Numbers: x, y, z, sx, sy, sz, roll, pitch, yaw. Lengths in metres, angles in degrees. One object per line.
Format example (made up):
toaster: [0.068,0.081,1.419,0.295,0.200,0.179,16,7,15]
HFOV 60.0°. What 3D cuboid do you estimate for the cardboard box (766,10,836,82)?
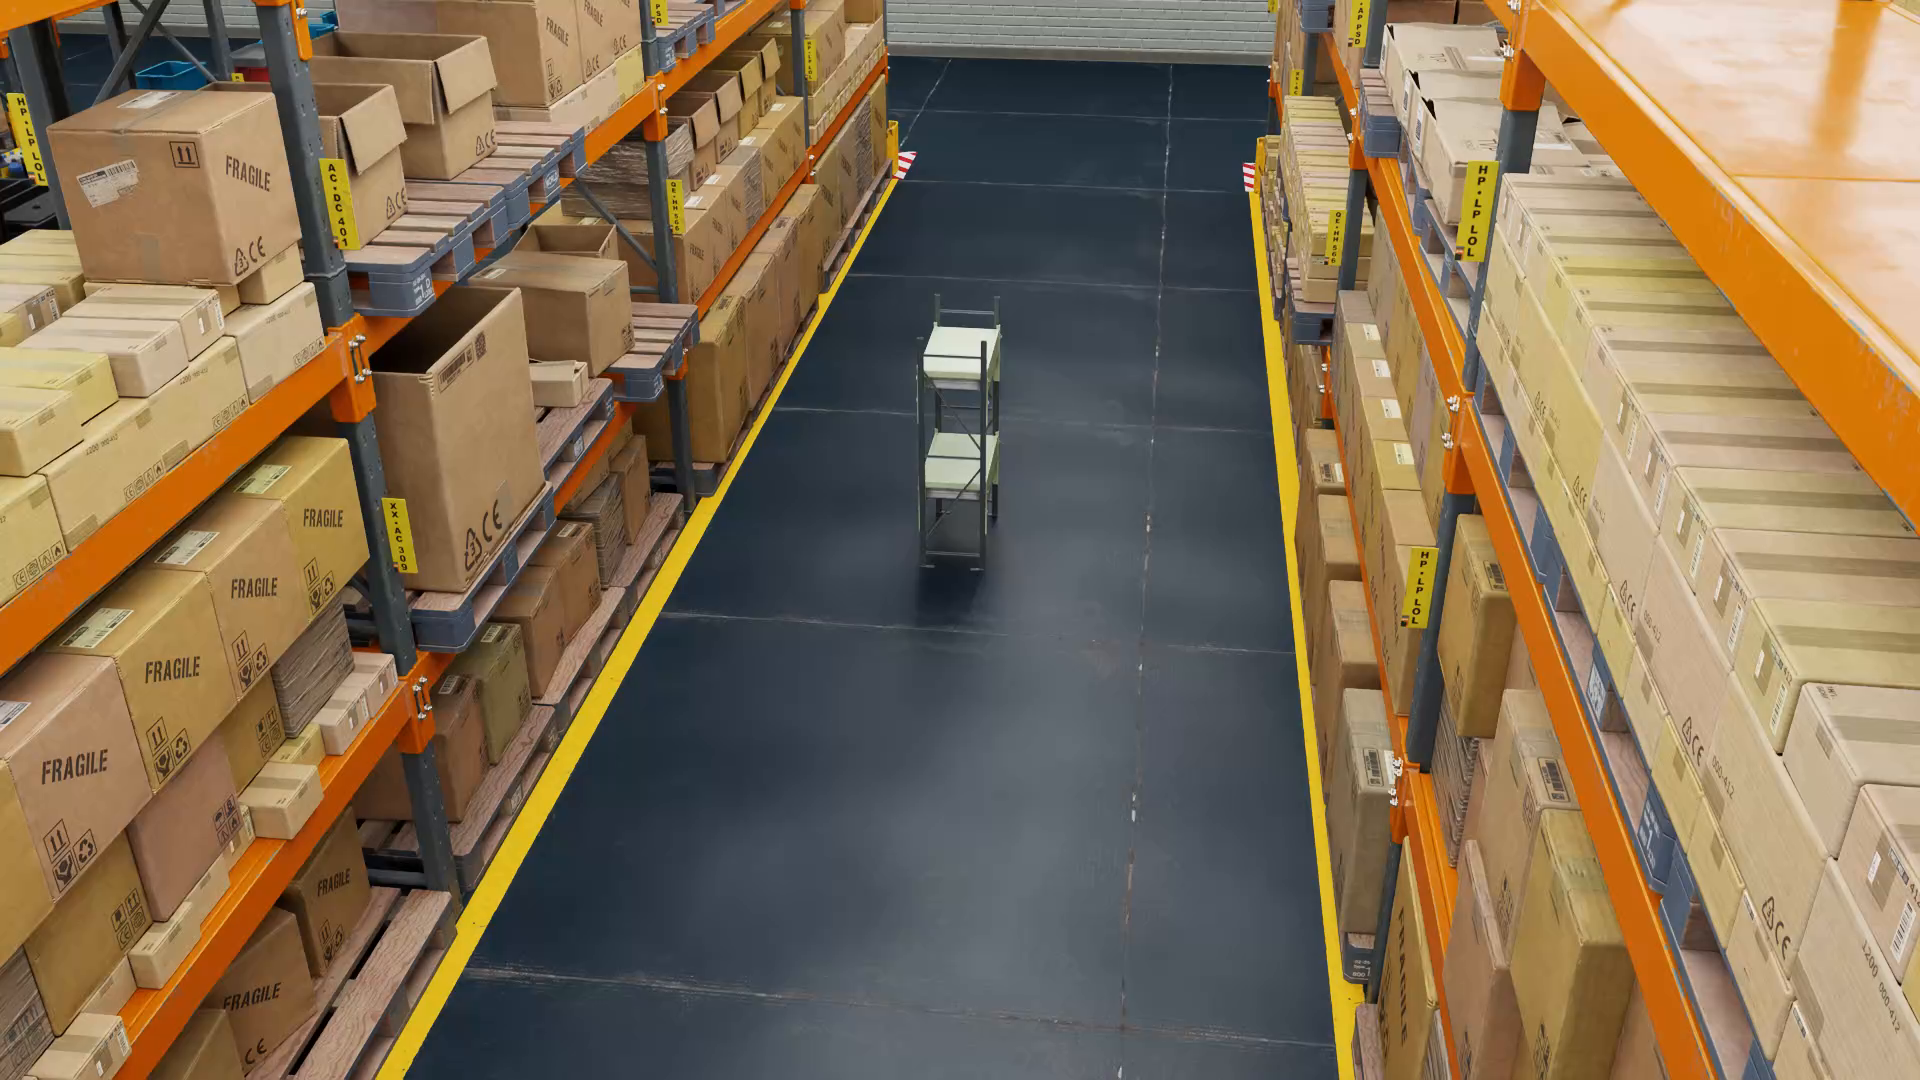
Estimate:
cardboard box: [-1.370,-4.265,14.350,0.500,0.500,0.500,3,28,6]

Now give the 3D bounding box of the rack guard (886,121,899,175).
rack guard: [-1.258,-4.222,17.851,1.175,0.500,0.348,3,28,6]

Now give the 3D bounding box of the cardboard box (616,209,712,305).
cardboard box: [-1.911,-1.802,10.619,0.500,0.500,0.500,4,29,8]

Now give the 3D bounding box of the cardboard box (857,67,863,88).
cardboard box: [-1.132,-4.411,15.831,0.380,0.149,0.250,3,29,6]

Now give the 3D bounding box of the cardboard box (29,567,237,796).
cardboard box: [-2.635,0.421,5.125,0.500,0.500,0.500,3,28,6]

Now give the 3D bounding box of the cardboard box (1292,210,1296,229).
cardboard box: [2.436,-2.146,11.185,0.380,0.149,0.250,4,29,8]

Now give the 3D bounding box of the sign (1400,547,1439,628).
sign: [1.640,0.172,5.924,0.100,0.325,0.005,3,28,6]

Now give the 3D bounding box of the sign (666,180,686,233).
sign: [-1.701,-1.993,9.942,0.100,0.325,0.005,3,28,6]

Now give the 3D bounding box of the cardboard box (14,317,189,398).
cardboard box: [-2.560,-0.548,4.971,0.380,0.149,0.250,3,28,5]

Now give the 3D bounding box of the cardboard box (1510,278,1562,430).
cardboard box: [1.781,-0.489,4.422,0.500,0.250,0.500,3,28,6]

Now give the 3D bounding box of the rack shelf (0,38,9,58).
rack shelf: [-11.337,-4.630,16.733,1.077,0.370,4.000,3,28,6]

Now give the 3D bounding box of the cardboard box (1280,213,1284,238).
cardboard box: [2.960,-2.707,14.340,0.380,0.149,0.250,3,28,6]

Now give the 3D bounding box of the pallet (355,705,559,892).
pallet: [-2.637,1.199,8.095,1.003,0.211,1.213,3,28,6]

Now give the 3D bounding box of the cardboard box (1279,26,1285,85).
cardboard box: [3.208,-4.472,15.261,0.500,0.500,0.500,4,29,7]

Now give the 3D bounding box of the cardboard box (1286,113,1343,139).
cardboard box: [2.593,-3.018,12.176,0.380,0.149,0.250,4,29,7]

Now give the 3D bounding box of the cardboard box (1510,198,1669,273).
cardboard box: [1.767,-0.845,4.660,0.380,0.149,0.250,3,28,6]

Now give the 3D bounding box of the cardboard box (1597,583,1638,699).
cardboard box: [1.581,0.223,3.519,0.380,0.149,0.250,4,29,7]

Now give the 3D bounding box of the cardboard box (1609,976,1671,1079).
cardboard box: [1.952,1.322,3.628,0.875,0.550,0.550,3,28,6]

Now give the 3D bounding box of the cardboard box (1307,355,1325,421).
cardboard box: [2.493,-0.961,10.566,0.500,0.250,0.500,3,28,5]

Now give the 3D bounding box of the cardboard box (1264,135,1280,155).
cardboard box: [3.248,-3.940,16.629,0.380,0.149,0.250,2,28,4]

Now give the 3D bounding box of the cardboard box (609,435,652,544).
cardboard box: [-2.303,-0.322,10.149,0.700,0.500,0.500,2,28,4]

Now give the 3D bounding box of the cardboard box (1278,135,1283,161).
cardboard box: [2.655,-3.008,12.785,0.380,0.149,0.250,2,28,4]

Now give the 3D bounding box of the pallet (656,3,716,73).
pallet: [-2.214,-3.089,10.149,1.213,0.211,1.003,5,29,9]

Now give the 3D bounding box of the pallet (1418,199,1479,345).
pallet: [2.243,-0.997,6.270,0.805,0.209,1.217,2,28,4]

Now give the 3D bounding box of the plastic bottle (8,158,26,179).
plastic bottle: [-7.165,-2.766,12.648,0.097,0.271,0.097,0,28,0]

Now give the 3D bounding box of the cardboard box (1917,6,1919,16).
cardboard box: [7.995,-4.260,13.444,0.380,0.149,0.250,3,28,6]

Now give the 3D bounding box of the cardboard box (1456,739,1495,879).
cardboard box: [2.101,1.042,5.287,0.875,0.550,0.550,3,28,6]

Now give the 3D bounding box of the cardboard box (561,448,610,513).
cardboard box: [-2.348,-0.401,9.505,0.500,0.250,0.500,7,29,12]

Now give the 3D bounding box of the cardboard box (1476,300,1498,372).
cardboard box: [1.797,-0.614,5.073,0.380,0.149,0.250,3,28,5]

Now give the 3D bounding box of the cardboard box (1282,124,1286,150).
cardboard box: [2.625,-3.017,12.488,0.380,0.149,0.250,3,28,5]

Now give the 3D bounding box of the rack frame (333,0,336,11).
rack frame: [-6.176,-5.599,17.772,1.000,3.000,0.127,3,28,6]

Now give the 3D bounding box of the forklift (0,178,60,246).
forklift: [-5.042,-0.810,8.955,1.130,2.935,3.031,2,28,4]

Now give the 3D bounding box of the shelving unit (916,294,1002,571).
shelving unit: [-0.001,-0.657,10.181,0.431,1.500,0.755,3,28,6]

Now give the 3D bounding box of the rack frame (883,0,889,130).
rack frame: [-1.260,-5.311,17.238,1.000,3.000,0.127,3,28,6]

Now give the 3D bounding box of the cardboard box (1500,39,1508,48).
cardboard box: [2.839,-2.210,7.865,0.500,0.311,0.500,3,28,6]

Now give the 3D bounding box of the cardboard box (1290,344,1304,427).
cardboard box: [2.607,-1.113,11.638,0.500,0.500,0.500,2,28,4]

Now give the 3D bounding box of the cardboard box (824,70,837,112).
cardboard box: [-1.367,-3.933,14.524,0.500,0.250,0.500,3,28,6]

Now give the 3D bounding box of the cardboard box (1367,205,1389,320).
cardboard box: [2.605,-1.483,8.972,0.700,0.500,0.500,3,28,6]

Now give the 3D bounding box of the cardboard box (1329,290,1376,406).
cardboard box: [2.347,-1.058,9.238,0.500,0.500,0.500,4,29,7]

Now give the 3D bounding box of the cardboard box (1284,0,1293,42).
cardboard box: [3.131,-4.673,14.580,0.500,0.500,0.500,2,28,5]

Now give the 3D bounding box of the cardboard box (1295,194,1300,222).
cardboard box: [2.403,-2.158,10.894,0.380,0.149,0.250,3,28,6]

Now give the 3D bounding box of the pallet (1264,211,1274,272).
pallet: [3.354,-2.759,15.440,1.003,0.211,1.213,3,28,6]

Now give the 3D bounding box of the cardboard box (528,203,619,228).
cardboard box: [-2.426,-1.836,10.682,0.500,0.500,0.500,4,29,8]

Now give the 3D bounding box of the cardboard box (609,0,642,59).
cardboard box: [-2.051,-2.891,8.950,0.500,0.500,0.500,4,29,8]

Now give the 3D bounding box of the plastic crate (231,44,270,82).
plastic crate: [-6.308,-4.176,15.001,0.402,0.464,0.583,3,28,6]

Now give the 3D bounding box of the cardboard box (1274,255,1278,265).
cardboard box: [2.953,-2.472,14.531,0.380,0.149,0.250,2,28,5]

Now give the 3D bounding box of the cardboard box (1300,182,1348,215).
cardboard box: [2.369,-2.170,10.603,0.380,0.149,0.250,4,29,8]

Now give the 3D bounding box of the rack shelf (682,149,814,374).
rack shelf: [-1.996,-2.170,12.166,1.077,0.370,4.000,3,28,6]

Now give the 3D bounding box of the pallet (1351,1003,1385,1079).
pallet: [2.009,2.254,6.135,1.003,0.211,1.213,3,28,6]

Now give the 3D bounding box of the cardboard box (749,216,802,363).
cardboard box: [-1.918,-1.955,12.805,1.225,0.875,0.875,2,28,4]

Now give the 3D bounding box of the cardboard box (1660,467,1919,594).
cardboard box: [1.550,-0.010,3.112,0.380,0.149,0.250,3,28,5]

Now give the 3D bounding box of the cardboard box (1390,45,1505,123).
cardboard box: [2.301,-2.129,7.779,0.500,0.250,0.500,4,29,8]

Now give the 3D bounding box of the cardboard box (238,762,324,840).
cardboard box: [-2.516,0.922,5.933,0.380,0.149,0.250,3,28,6]

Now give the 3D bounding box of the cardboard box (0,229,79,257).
cardboard box: [-3.076,-0.957,5.732,0.380,0.149,0.250,3,28,5]

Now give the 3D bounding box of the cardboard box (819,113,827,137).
cardboard box: [-1.352,-3.561,14.254,0.380,0.149,0.250,2,28,5]

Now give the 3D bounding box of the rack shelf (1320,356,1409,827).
rack shelf: [2.424,0.049,8.048,1.077,0.370,4.000,3,28,6]

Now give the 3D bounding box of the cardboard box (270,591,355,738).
cardboard box: [-2.847,0.371,6.272,0.875,0.500,0.500,3,28,6]
